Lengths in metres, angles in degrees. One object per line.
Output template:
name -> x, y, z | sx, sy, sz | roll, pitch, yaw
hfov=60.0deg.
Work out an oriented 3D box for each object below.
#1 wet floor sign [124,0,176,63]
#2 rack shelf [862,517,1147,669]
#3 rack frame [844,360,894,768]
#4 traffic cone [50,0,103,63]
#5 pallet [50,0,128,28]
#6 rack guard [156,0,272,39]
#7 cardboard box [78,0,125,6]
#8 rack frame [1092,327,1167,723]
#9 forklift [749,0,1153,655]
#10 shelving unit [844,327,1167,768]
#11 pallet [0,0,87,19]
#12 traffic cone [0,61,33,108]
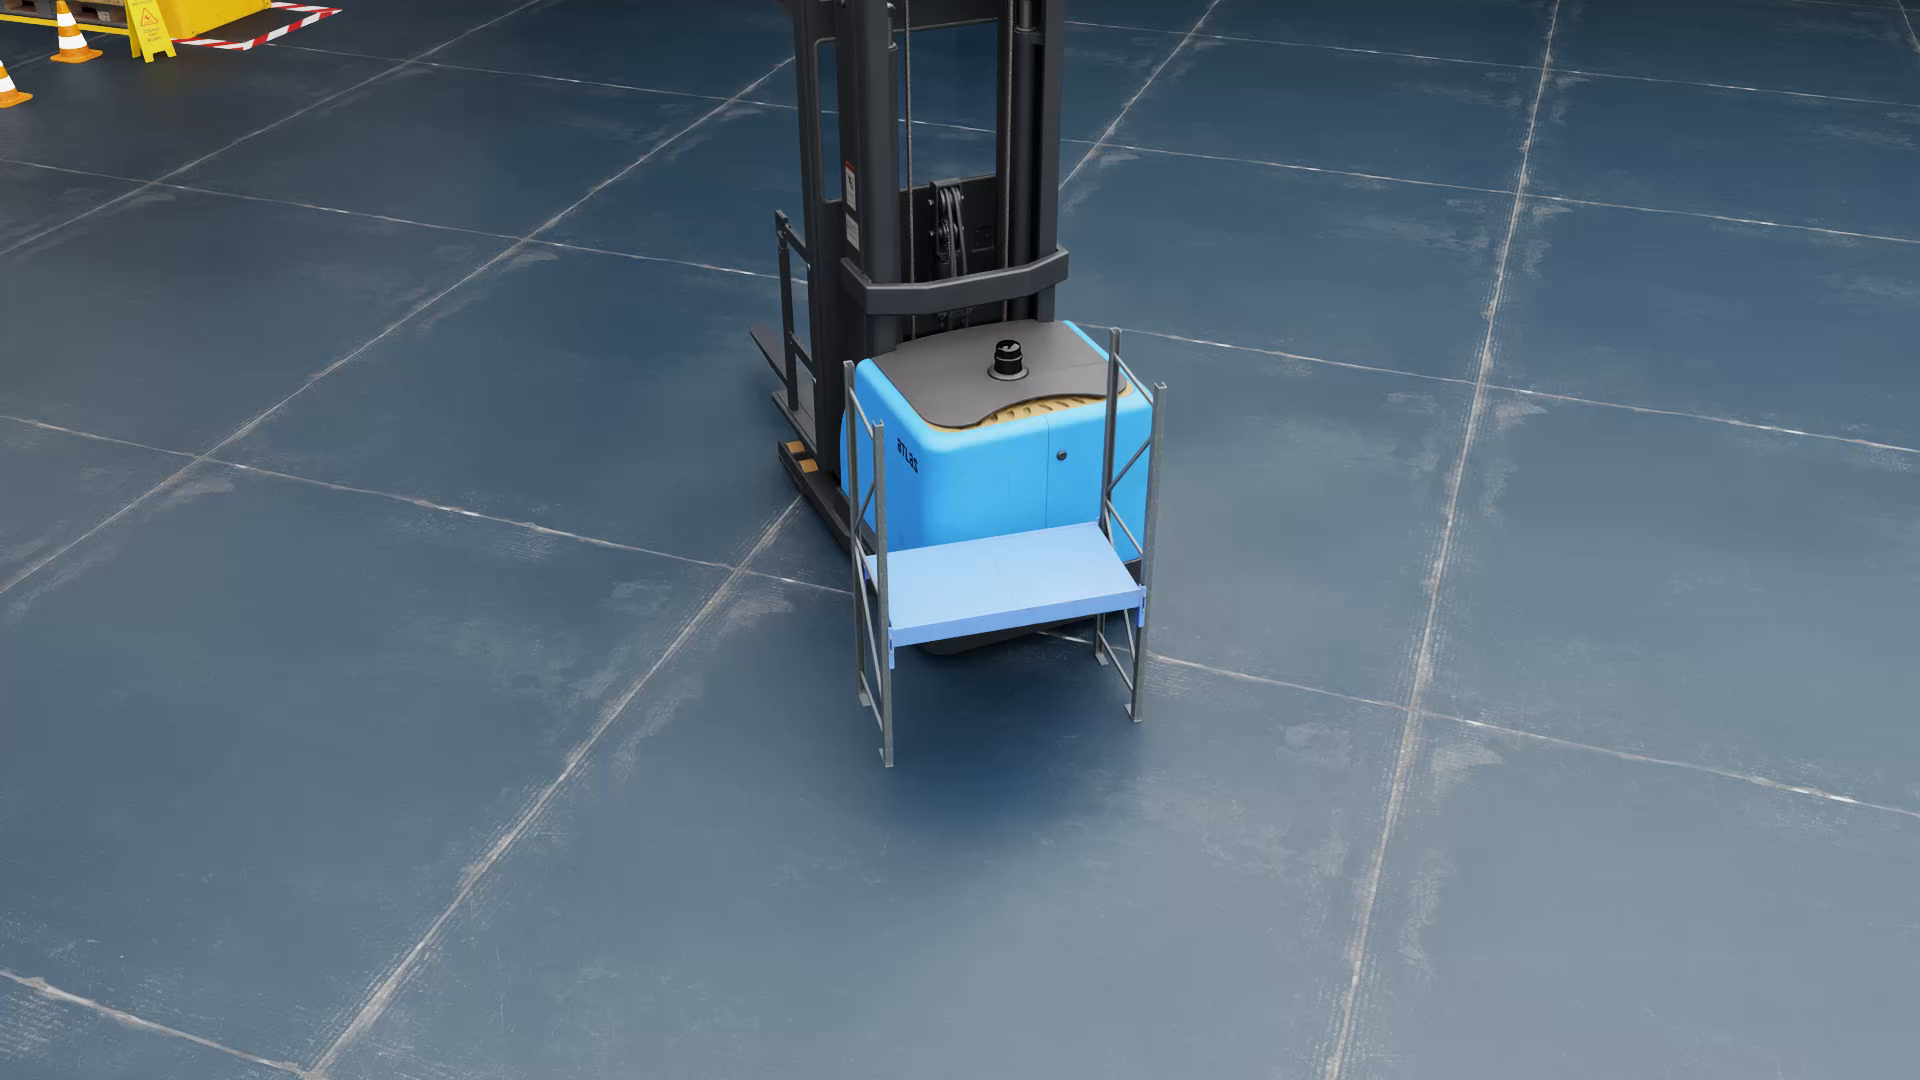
wet floor sign -> -6.828, -4.368, 13.921 | 0.232, 0.644, 0.267 | 24, 40, 32
rack shelf -> 0.152, 0.192, 6.400 | 1.000, 0.185, 0.538 | -9, 34, -13
rack frame -> -0.338, 0.116, 6.187 | 0.032, 1.500, 0.500 | -9, 34, -13
traffic cone -> -7.486, -4.293, 13.972 | 0.334, 0.463, 0.336 | 11, 34, 16
pallet -> -7.471, -4.948, 15.218 | 1.213, 0.211, 1.003 | 11, 34, 16
rack guard -> -6.718, -4.902, 14.882 | 0.348, 0.500, 1.175 | 11, 34, 16
cardboard box -> -7.521, -4.975, 14.837 | 0.500, 0.250, 0.500 | 11, 34, 16
rack frame -> 0.641, -0.033, 6.418 | 0.032, 1.500, 0.500 | -9, 34, -13
forklift -> -0.249, -1.543, 7.438 | 1.130, 2.935, 3.031 | -13, 35, -20
shelving unit -> 0.152, 0.041, 6.302 | 1.048, 1.500, 0.538 | -9, 34, -13
pallet -> -8.615, -5.172, 15.565 | 1.213, 0.211, 1.003 | 11, 34, 16
traffic cone -> -7.541, -3.664, 12.998 | 0.334, 0.463, 0.336 | 11, 34, 16
